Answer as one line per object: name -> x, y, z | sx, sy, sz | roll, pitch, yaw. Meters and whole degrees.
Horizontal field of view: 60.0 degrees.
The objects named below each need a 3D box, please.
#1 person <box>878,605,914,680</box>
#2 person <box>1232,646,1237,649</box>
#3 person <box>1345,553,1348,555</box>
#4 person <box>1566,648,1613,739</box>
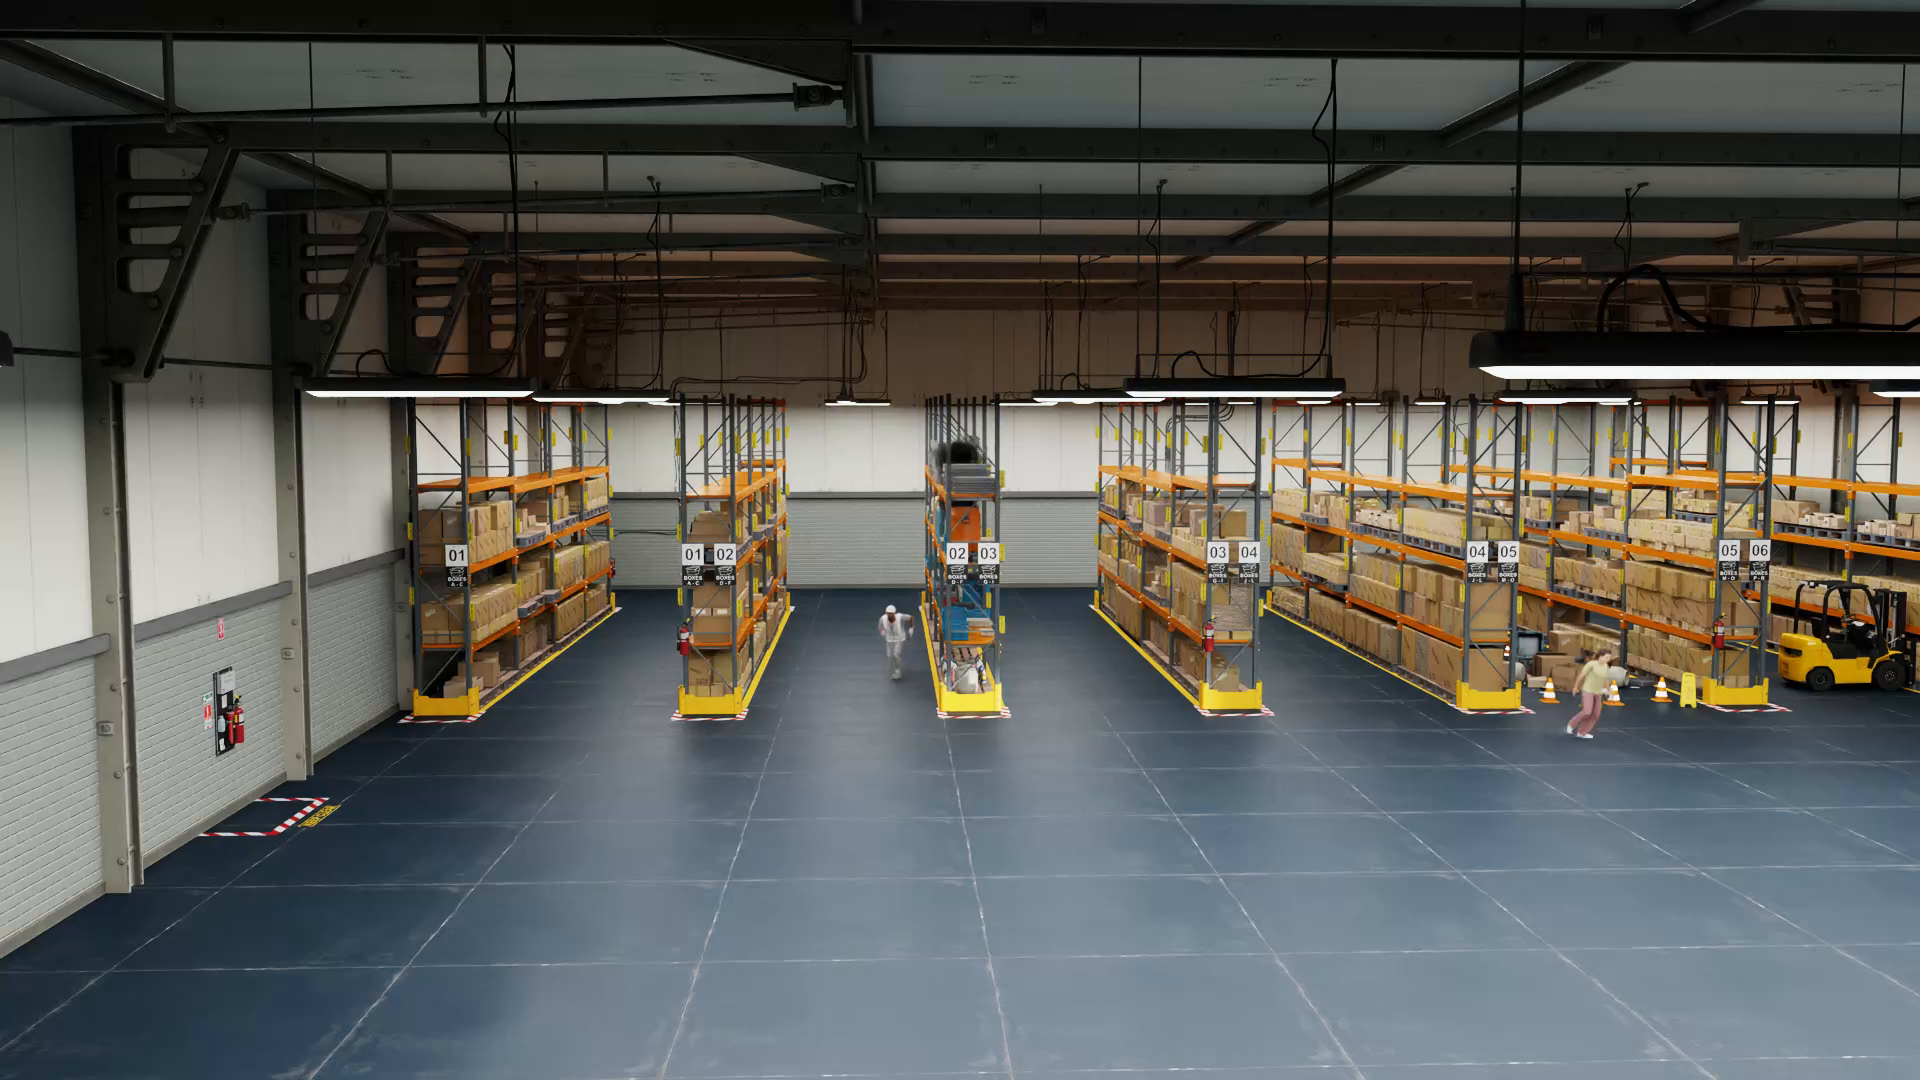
person -> -1.343, 2.148, 34.906 | 0.715, 1.621, 0.946 | 1, 5, 13
person -> 6.614, 1.685, 39.959 | 0.649, 1.802, 0.822 | 0, 5, 5
person -> 11.318, 1.085, 47.902 | 0.810, 1.720, 0.482 | 0, 5, -2
person -> 10.902, 2.643, 28.768 | 0.700, 1.596, 0.597 | -2, 5, -22
